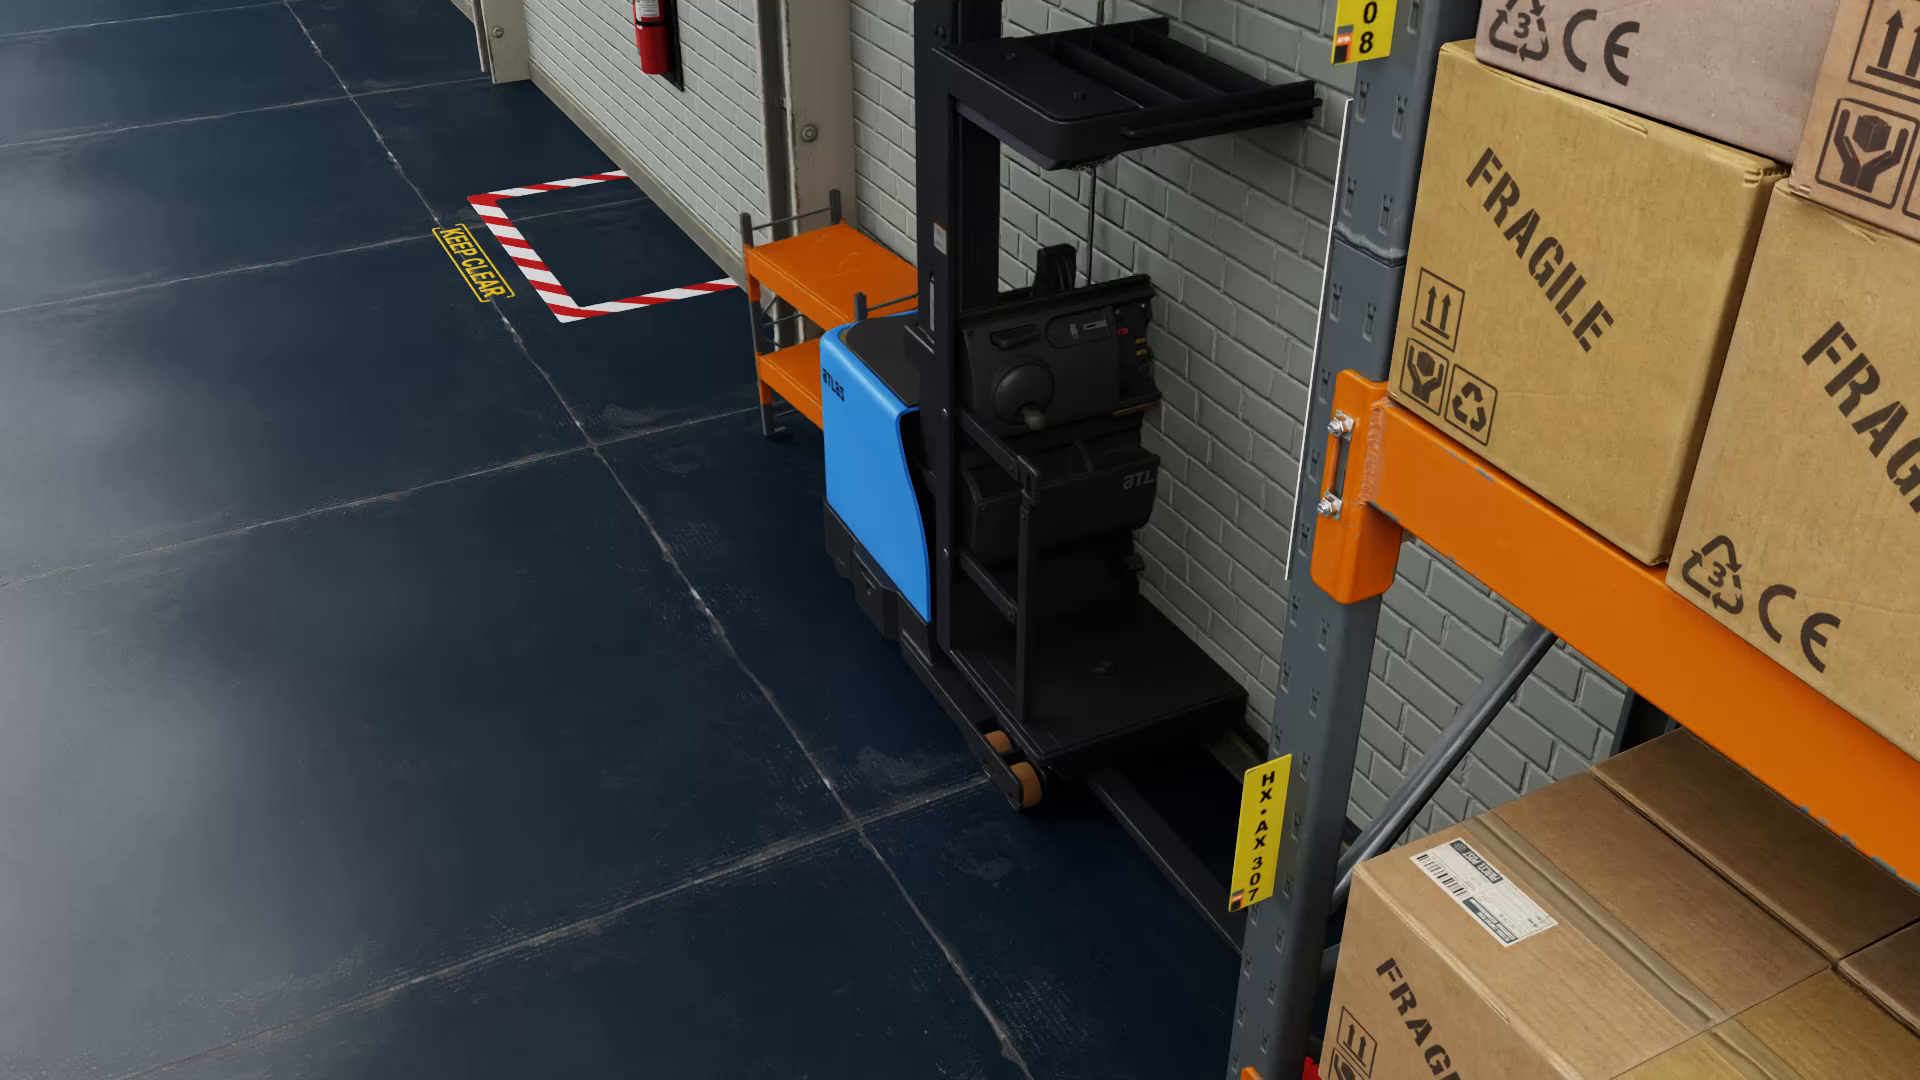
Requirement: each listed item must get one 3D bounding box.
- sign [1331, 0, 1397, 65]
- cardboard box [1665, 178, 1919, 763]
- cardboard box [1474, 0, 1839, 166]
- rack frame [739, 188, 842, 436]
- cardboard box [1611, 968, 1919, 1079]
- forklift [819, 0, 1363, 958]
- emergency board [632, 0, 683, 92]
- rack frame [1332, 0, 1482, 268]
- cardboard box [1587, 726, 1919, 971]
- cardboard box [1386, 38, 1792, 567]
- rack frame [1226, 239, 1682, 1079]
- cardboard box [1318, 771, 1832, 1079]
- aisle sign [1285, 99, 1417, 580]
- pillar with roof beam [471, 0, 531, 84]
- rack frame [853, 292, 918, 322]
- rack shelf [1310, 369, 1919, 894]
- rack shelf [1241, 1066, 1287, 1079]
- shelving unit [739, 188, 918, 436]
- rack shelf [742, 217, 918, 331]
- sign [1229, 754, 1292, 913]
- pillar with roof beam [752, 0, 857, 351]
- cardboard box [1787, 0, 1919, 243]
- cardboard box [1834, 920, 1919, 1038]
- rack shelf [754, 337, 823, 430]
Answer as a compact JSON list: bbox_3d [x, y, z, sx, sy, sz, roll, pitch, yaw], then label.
[{"bbox_3d":[0.520,-0.758,2.061,0.100,0.325,0.005,-16,36,-23],"label":"sign"},{"bbox_3d":[1.154,-0.089,1.716,0.500,0.500,0.500,-13,35,-20],"label":"cardboard box"},{"bbox_3d":[0.965,-0.753,1.826,0.500,0.500,0.500,-19,37,-26],"label":"cardboard box"},{"bbox_3d":[-0.746,-1.053,7.794,0.500,1.125,0.032,-21,38,-26],"label":"rack frame"},{"bbox_3d":[1.178,1.018,2.306,0.500,0.500,0.500,-16,36,-23],"label":"cardboard box"},{"bbox_3d":[0.537,-0.570,5.423,1.130,2.935,3.031,-15,36,-22],"label":"forklift"},{"bbox_3d":[-1.824,-3.199,9.462,0.194,1.169,0.643,-16,36,-23],"label":"emergency board"},{"bbox_3d":[1.000,-1.789,1.701,1.000,3.000,0.127,-16,36,-23],"label":"rack frame"},{"bbox_3d":[1.408,0.647,2.884,0.500,0.500,0.500,-16,36,-24],"label":"cardboard box"},{"bbox_3d":[0.935,-0.354,2.130,0.500,0.500,0.500,-15,36,-22],"label":"cardboard box"},{"bbox_3d":[1.000,0.737,3.319,1.000,3.000,0.127,-16,36,-23],"label":"rack frame"},{"bbox_3d":[0.957,0.779,2.678,0.500,0.500,0.500,-16,36,-23],"label":"cardboard box"},{"bbox_3d":[0.701,-0.317,2.554,0.394,0.787,0.004,-16,36,-23],"label":"aisle sign"},{"bbox_3d":[-7.312,-6.317,8.767,9.100,9.000,0.400,-16,36,-23],"label":"pillar with roof beam"},{"bbox_3d":[-0.193,-0.592,7.077,0.500,1.125,0.032,-21,38,-26],"label":"rack frame"},{"bbox_3d":[1.932,0.731,1.214,1.077,0.370,4.000,-16,36,-23],"label":"rack shelf"},{"bbox_3d":[1.932,1.994,2.023,1.077,0.370,4.000,-16,36,-23],"label":"rack shelf"},{"bbox_3d":[-0.469,-0.822,7.435,0.538,1.125,1.048,-21,38,-26],"label":"shelving unit"},{"bbox_3d":[-0.479,-1.065,7.272,0.538,0.278,1.000,-21,38,-26],"label":"rack shelf"},{"bbox_3d":[0.520,0.509,2.872,0.100,0.325,0.005,-16,36,-23],"label":"sign"},{"bbox_3d":[-4.514,-3.453,4.298,9.100,9.000,0.400,-16,36,-23],"label":"pillar with roof beam"},{"bbox_3d":[1.154,-0.501,1.432,0.500,0.500,0.500,-16,36,-24],"label":"cardboard box"},{"bbox_3d":[1.634,0.890,2.505,0.500,0.500,0.500,-15,36,-22],"label":"cardboard box"},{"bbox_3d":[-0.462,-0.620,7.572,0.538,0.278,1.000,-21,38,-26],"label":"rack shelf"}]
